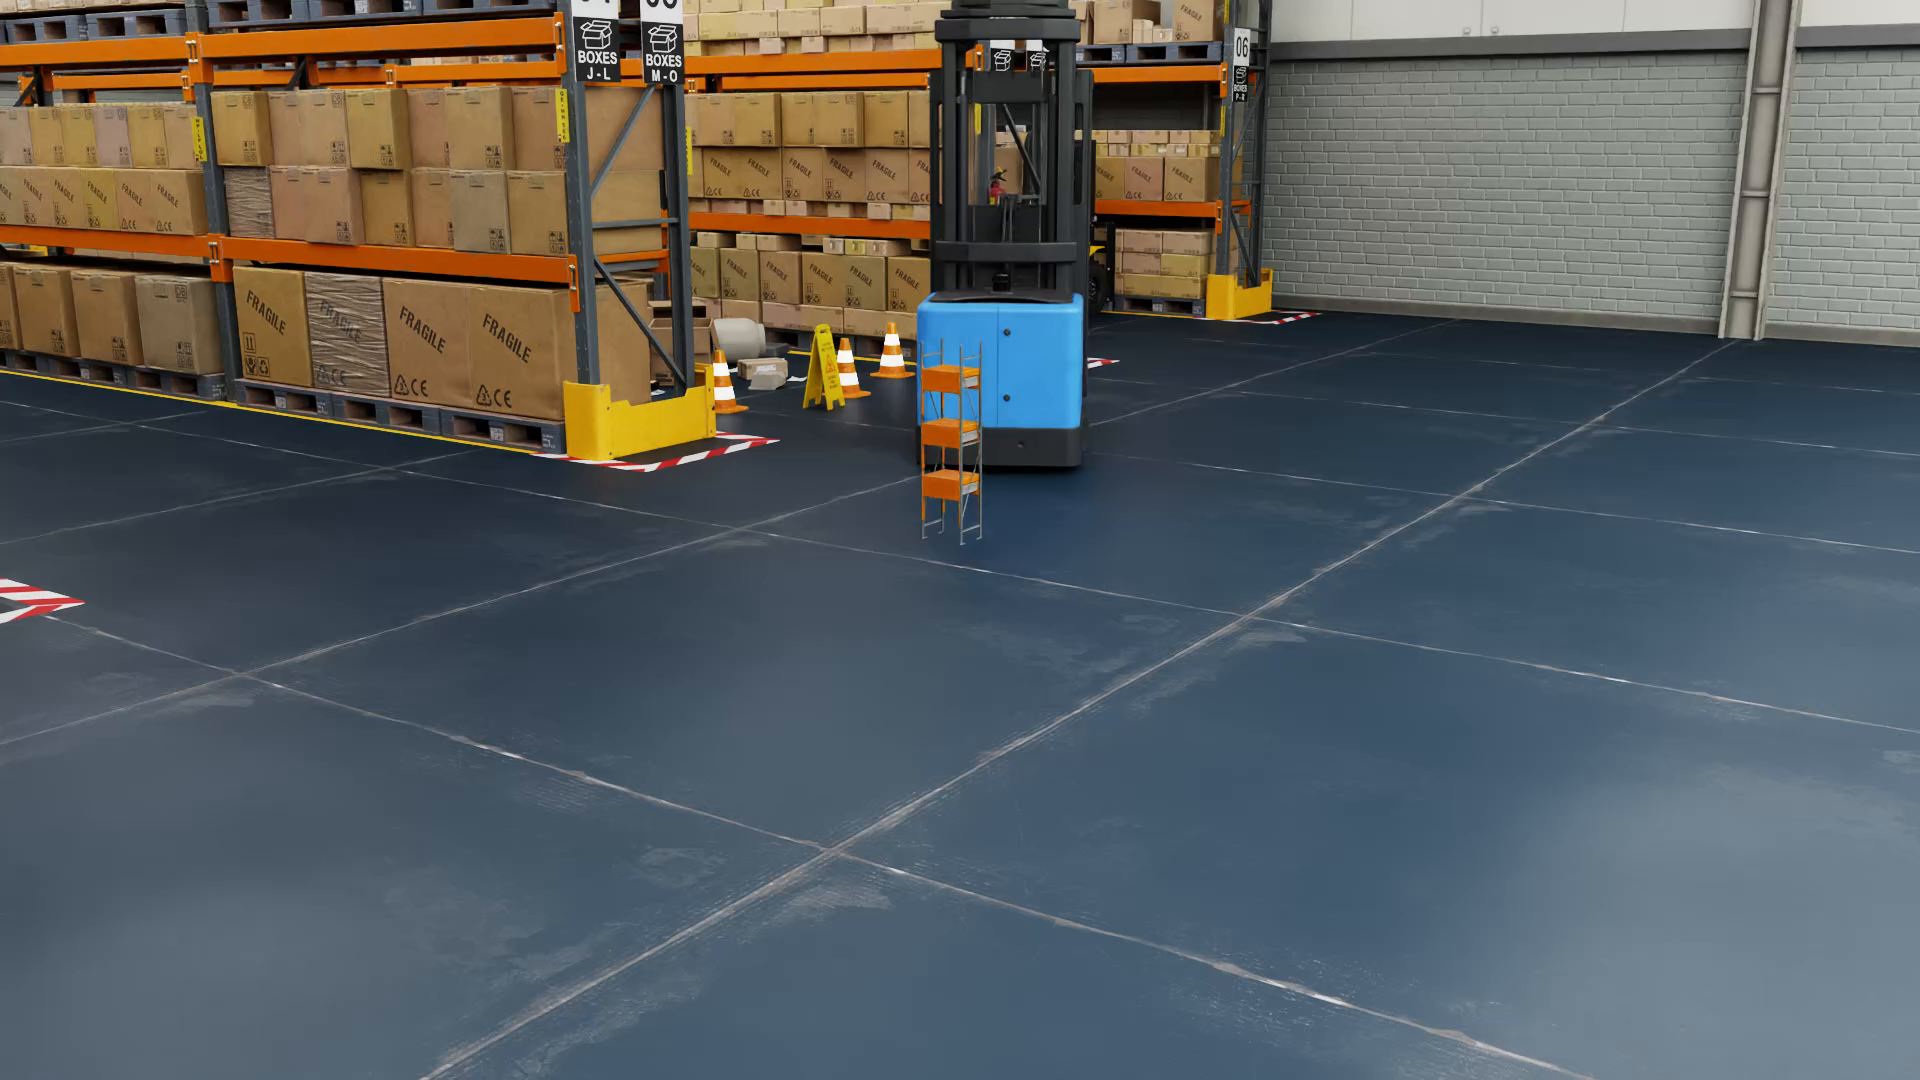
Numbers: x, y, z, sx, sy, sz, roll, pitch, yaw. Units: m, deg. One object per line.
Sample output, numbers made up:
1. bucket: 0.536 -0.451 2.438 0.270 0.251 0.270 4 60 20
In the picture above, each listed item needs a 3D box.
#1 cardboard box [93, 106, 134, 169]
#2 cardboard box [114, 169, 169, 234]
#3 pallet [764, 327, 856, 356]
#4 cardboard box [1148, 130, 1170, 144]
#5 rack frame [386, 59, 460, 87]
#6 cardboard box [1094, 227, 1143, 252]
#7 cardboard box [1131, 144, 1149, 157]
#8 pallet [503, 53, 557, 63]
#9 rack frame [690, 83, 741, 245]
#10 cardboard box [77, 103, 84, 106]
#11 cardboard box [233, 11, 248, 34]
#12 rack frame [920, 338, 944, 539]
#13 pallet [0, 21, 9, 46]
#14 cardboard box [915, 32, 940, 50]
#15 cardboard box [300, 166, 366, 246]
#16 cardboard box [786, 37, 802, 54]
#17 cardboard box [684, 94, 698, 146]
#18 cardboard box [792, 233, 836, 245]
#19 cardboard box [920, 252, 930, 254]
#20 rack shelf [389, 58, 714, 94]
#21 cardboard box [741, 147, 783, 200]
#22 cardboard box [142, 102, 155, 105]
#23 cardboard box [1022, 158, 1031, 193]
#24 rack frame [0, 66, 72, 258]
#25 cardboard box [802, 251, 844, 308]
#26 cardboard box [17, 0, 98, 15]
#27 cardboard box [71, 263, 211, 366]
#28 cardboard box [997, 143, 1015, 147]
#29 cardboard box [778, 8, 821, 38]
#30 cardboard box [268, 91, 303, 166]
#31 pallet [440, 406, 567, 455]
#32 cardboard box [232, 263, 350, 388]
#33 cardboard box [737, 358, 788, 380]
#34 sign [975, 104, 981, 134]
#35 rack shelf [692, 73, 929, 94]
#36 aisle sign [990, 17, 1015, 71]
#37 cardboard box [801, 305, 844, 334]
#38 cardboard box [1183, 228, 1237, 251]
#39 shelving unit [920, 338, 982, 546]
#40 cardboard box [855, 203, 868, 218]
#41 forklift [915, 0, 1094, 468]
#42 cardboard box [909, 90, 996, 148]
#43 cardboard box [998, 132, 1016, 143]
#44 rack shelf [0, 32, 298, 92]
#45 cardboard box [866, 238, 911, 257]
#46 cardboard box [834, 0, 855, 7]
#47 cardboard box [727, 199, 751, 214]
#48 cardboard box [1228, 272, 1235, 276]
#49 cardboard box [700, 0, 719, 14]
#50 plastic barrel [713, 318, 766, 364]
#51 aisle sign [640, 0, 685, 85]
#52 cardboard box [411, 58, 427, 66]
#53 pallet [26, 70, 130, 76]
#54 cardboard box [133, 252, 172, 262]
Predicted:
1. cardboard box: -6.778 -3.383 13.958 0.500 0.500 0.700 9 17 33
2. cardboard box: -6.517 -2.780 13.604 0.500 0.500 0.500 9 17 32
3. pallet: -1.243 -2.048 16.656 1.213 0.211 1.003 9 17 33
4. cardboard box: 2.381 -4.672 19.277 0.250 0.149 0.380 10 17 34
5. rack frame: -6.156 -4.184 19.484 0.127 3.000 1.000 9 17 33
6. cardboard box: 1.842 -3.589 19.845 0.500 0.250 0.500 9 17 34
7. cardboard box: 2.197 -4.567 19.470 0.250 0.149 0.380 9 17 32
8. pallet: -4.152 -5.255 17.959 1.003 0.211 1.213 9 17 33
9. rack frame: -3.388 -5.175 23.484 0.127 3.000 1.000 9 17 33
10. cardboard box: -11.769 -5.868 22.647 0.250 0.149 0.380 9 17 33
11. cardboard box: -8.905 -6.253 20.517 0.500 0.500 0.500 9 16 32
12. rack frame: -0.146 -0.533 8.792 0.008 1.050 0.200 9 17 33
13. pallet: -8.270 -4.472 14.798 1.003 0.211 1.213 10 17 35
14. cardboard box: -0.194 -4.464 14.896 0.250 0.149 0.380 9 17 33
15. cardboard box: -4.351 -2.508 12.400 0.550 0.550 0.875 9 17 33
16. cardboard box: -1.433 -4.684 15.783 0.250 0.149 0.380 9 17 33
17. cardboard box: -2.592 -4.224 16.736 0.500 0.500 0.700 9 17 32
18. cardboard box: -1.773 -3.963 22.658 0.625 0.625 0.875 8 16 31
19. cardboard box: -0.052 -2.511 16.012 0.500 0.500 0.500 9 16 31
20. rack shelf: -4.496 -5.023 18.127 4.000 0.370 1.077 9 17 33
21. cardboard box: -1.788 -3.594 16.271 0.500 0.500 0.500 9 17 32
22. cardboard box: -10.488 -5.670 21.847 0.250 0.149 0.380 9 17 32
23. cardboard box: 1.015 -4.441 20.312 0.500 0.500 0.500 9 17 32
24. rack frame: -8.834 -3.184 15.442 0.127 3.000 1.000 9 17 33
25. cardboard box: -1.177 -2.538 16.123 0.500 0.500 0.500 9 16 32
26. cardboard box: -7.515 -4.572 13.911 0.500 0.311 0.500 9 16 32
27. cardboard box: -6.879 -1.955 14.285 0.750 0.750 1.050 9 17 33
28. cardboard box: 0.659 -4.795 20.391 0.250 0.149 0.380 10 17 34
29. cardboard box: -1.363 -4.858 15.654 0.500 0.250 0.500 9 17 33
30. cardboard box: -4.707 -3.137 12.696 0.550 0.550 0.875 9 17 33
31. pallet: -2.903 -0.849 11.813 1.213 0.211 1.003 9 17 33
32. cardboard box: -5.032 -1.722 13.083 0.875 0.875 0.875 9 17 34
33. cardboard box: -1.732 -1.501 14.575 0.380 0.149 0.250 -7 15 -25
34. sign: 0.156 -3.719 14.537 0.005 0.325 0.100 9 17 33
35. rack shelf: -1.729 -6.013 22.127 4.000 0.370 1.077 9 17 33
36. aisle sign: 0.372 -4.307 14.570 0.004 0.787 0.394 9 17 33
37. cardboard box: -1.201 -2.175 16.217 0.500 0.250 0.500 8 16 31
38. cardboard box: 2.957 -3.558 19.723 0.500 0.250 0.500 9 16 32
39. shelving unit: -0.044 -0.517 8.726 0.252 1.050 0.215 9 17 33
40. cardboard box: -0.785 -3.138 15.782 0.250 0.149 0.380 9 17 34
41. forklift: 0.361 -2.180 11.530 1.130 2.935 3.031 1 14 5
42. cardboard box: -0.063 -3.815 15.083 0.500 0.500 0.700 9 16 31
43. cardboard box: 0.670 -4.939 20.358 0.250 0.149 0.380 10 17 34
44. rack shelf: -7.175 -4.022 14.085 4.000 0.370 1.077 9 17 33
45. cardboard box: -0.670 -2.751 15.631 0.250 0.149 0.380 10 17 34
46. cardboard box: -0.961 -5.011 15.444 0.250 0.149 0.380 9 16 31
47. cardboard box: -2.092 -3.327 16.542 0.250 0.149 0.380 10 17 35
48. cardboard box: 2.951 -3.076 19.854 0.500 0.250 0.500 9 17 33
49. cardboard box: -2.311 -5.195 16.190 0.250 0.149 0.380 9 16 31
50. plastic barrel: -2.076 -1.836 15.359 0.512 0.421 0.421 -4 14 -16
51. aisle sign: -1.970 -3.423 10.999 0.004 0.787 0.394 9 17 33
52. cardboard box: -5.989 -5.442 18.846 0.250 0.149 0.380 9 17 33
53. pallet: -12.172 -6.573 23.075 1.213 0.211 1.003 9 17 33
54. cardboard box: -10.679 -3.906 22.820 0.875 0.438 0.875 9 16 31
